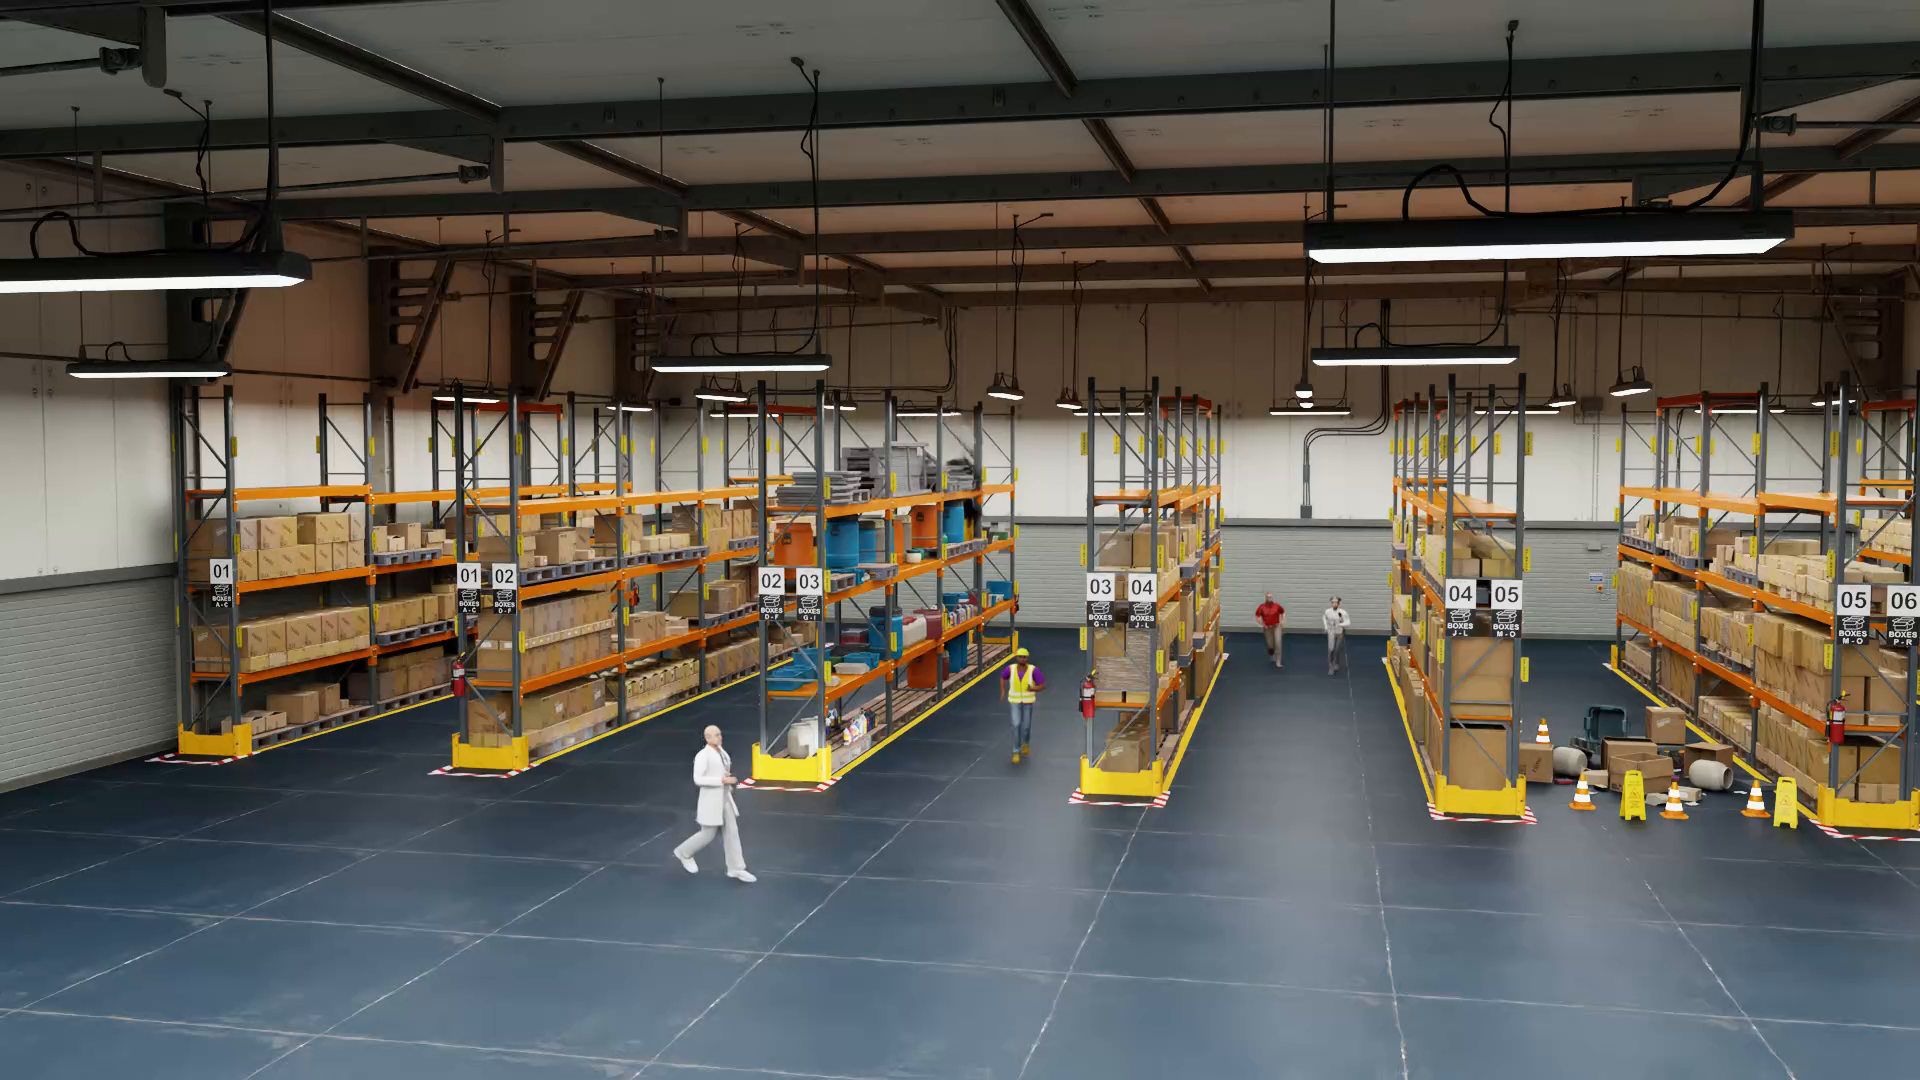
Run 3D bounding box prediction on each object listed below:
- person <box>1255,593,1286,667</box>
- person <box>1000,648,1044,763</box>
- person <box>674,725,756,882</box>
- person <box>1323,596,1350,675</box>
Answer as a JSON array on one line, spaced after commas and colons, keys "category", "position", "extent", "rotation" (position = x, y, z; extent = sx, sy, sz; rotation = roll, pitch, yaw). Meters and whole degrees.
[{"category": "person", "position": [7.119, 2.045, 38.086], "extent": [0.702, 1.659, 0.692], "rotation": [0, 3, 4]}, {"category": "person", "position": [0.994, 2.606, 26.557], "extent": [0.707, 1.776, 0.896], "rotation": [0, 3, 2]}, {"category": "person", "position": [-2.825, 3.016, 19.117], "extent": [1.050, 1.777, 0.708], "rotation": [2, 4, 27]}, {"category": "person", "position": [8.313, 2.109, 36.732], "extent": [0.593, 1.755, 0.714], "rotation": [1, 3, 15]}]
